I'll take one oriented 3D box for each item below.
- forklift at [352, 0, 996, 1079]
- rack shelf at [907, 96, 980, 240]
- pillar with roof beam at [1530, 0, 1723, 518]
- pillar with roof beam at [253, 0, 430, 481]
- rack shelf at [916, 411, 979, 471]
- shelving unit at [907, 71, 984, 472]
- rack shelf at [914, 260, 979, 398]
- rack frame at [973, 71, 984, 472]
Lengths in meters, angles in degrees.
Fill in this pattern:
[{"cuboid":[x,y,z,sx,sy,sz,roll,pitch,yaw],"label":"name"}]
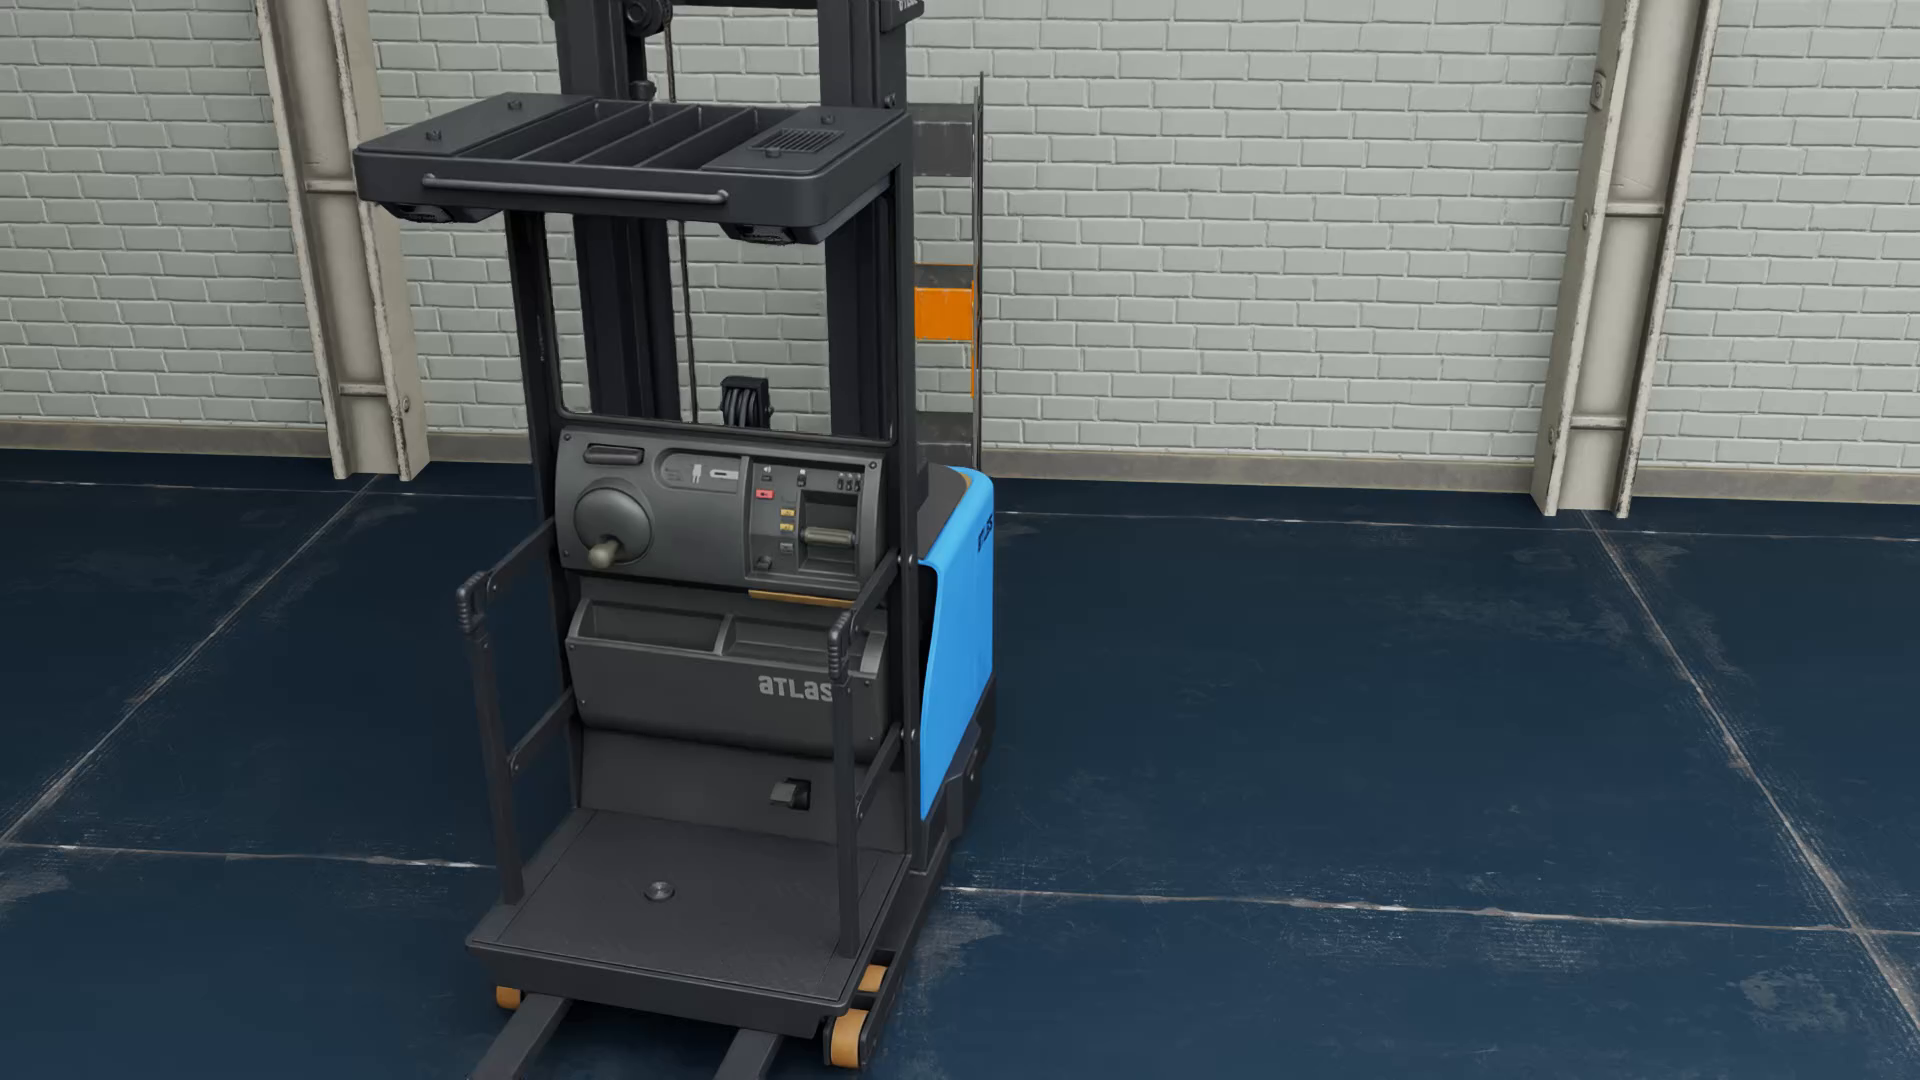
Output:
[{"cuboid":[-0.714,-0.050,4.353,1.130,2.935,3.031,6,25,12],"label":"forklift"},{"cuboid":[-0.165,-1.583,7.036,0.480,0.518,0.431,2,25,4],"label":"rack shelf"},{"cuboid":[2.691,-2.470,2.352,0.400,9.000,9.100,2,25,4],"label":"pillar with roof beam"},{"cuboid":[-3.291,-2.662,2.769,0.400,9.000,9.100,2,25,4],"label":"pillar with roof beam"},{"cuboid":[-0.165,-0.311,7.621,0.480,0.518,0.431,2,25,4],"label":"rack shelf"},{"cuboid":[-0.165,-0.959,7.323,0.503,2.100,0.431,2,25,4],"label":"shelving unit"},{"cuboid":[-0.165,-0.947,7.328,0.480,0.518,0.431,2,25,4],"label":"rack shelf"},{"cuboid":[0.078,-0.951,7.306,0.015,2.100,0.400,2,25,4],"label":"rack frame"}]
